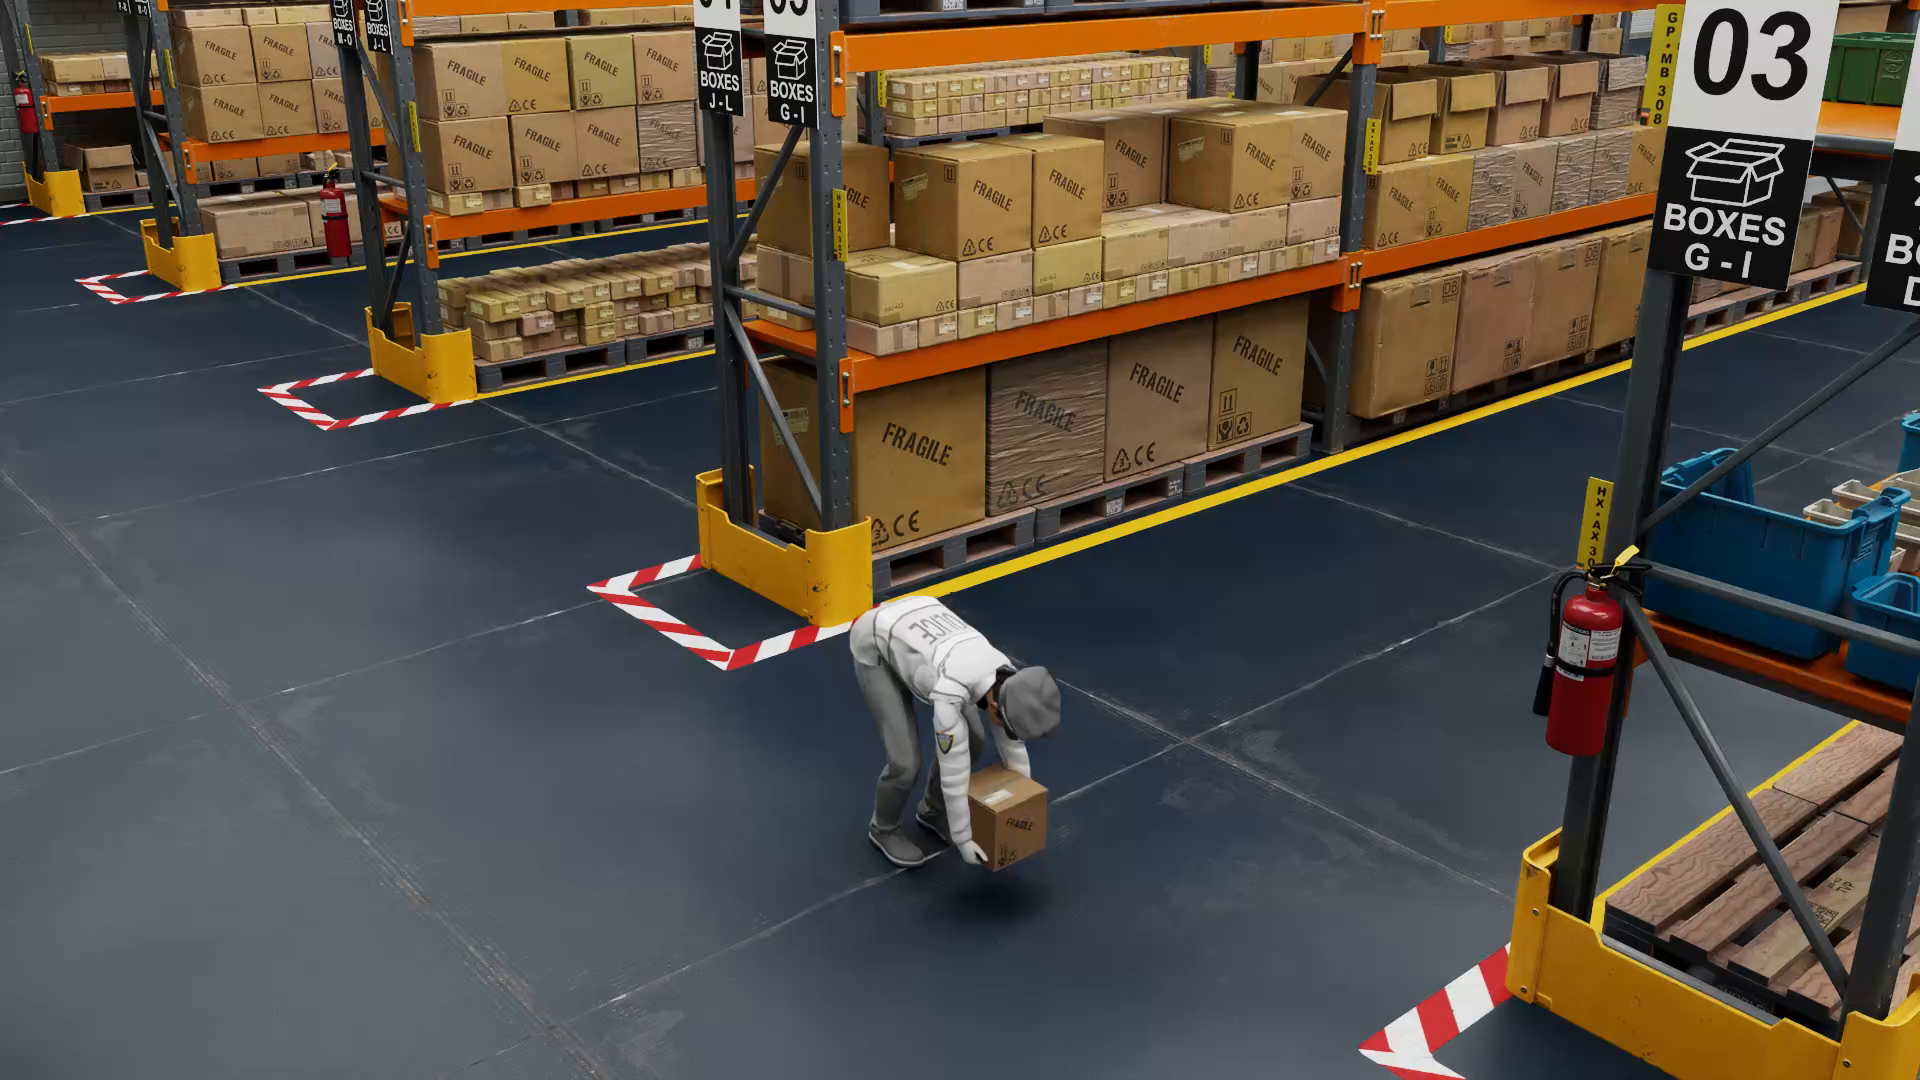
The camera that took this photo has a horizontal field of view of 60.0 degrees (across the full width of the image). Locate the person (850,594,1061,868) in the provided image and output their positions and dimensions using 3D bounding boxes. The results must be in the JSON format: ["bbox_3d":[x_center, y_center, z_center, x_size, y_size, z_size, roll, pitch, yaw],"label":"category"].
[{"bbox_3d":[-0.017,0.751,6.070,0.436,0.994,0.912,-19,28,-40],"label":"person"}]
